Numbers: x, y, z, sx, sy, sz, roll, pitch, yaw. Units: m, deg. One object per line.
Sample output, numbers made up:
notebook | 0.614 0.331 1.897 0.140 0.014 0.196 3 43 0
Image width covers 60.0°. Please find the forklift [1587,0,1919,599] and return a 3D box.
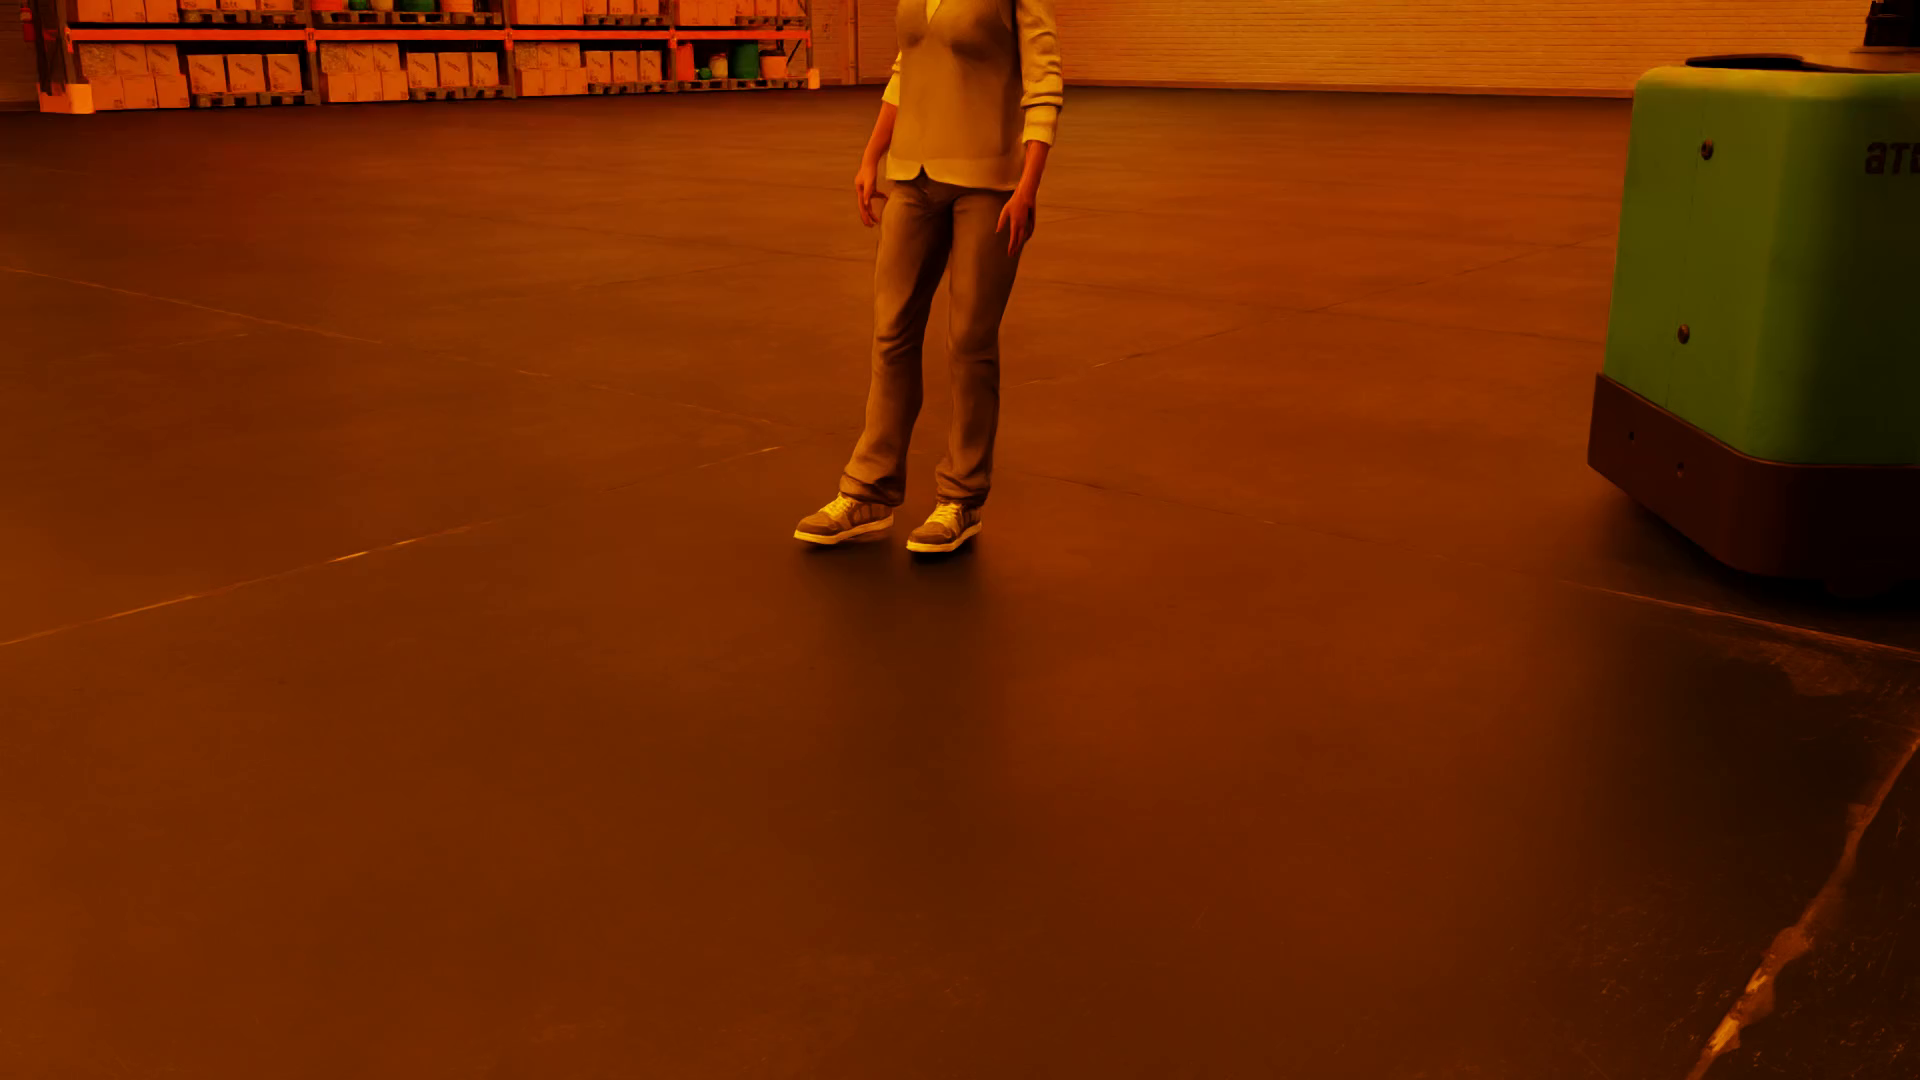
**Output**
forklift | 3.142 -1.395 3.491 3.031 2.935 1.130 0 17 1

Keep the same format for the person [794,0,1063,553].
person | -0.058 -0.754 3.663 0.519 1.591 0.474 13 21 37
